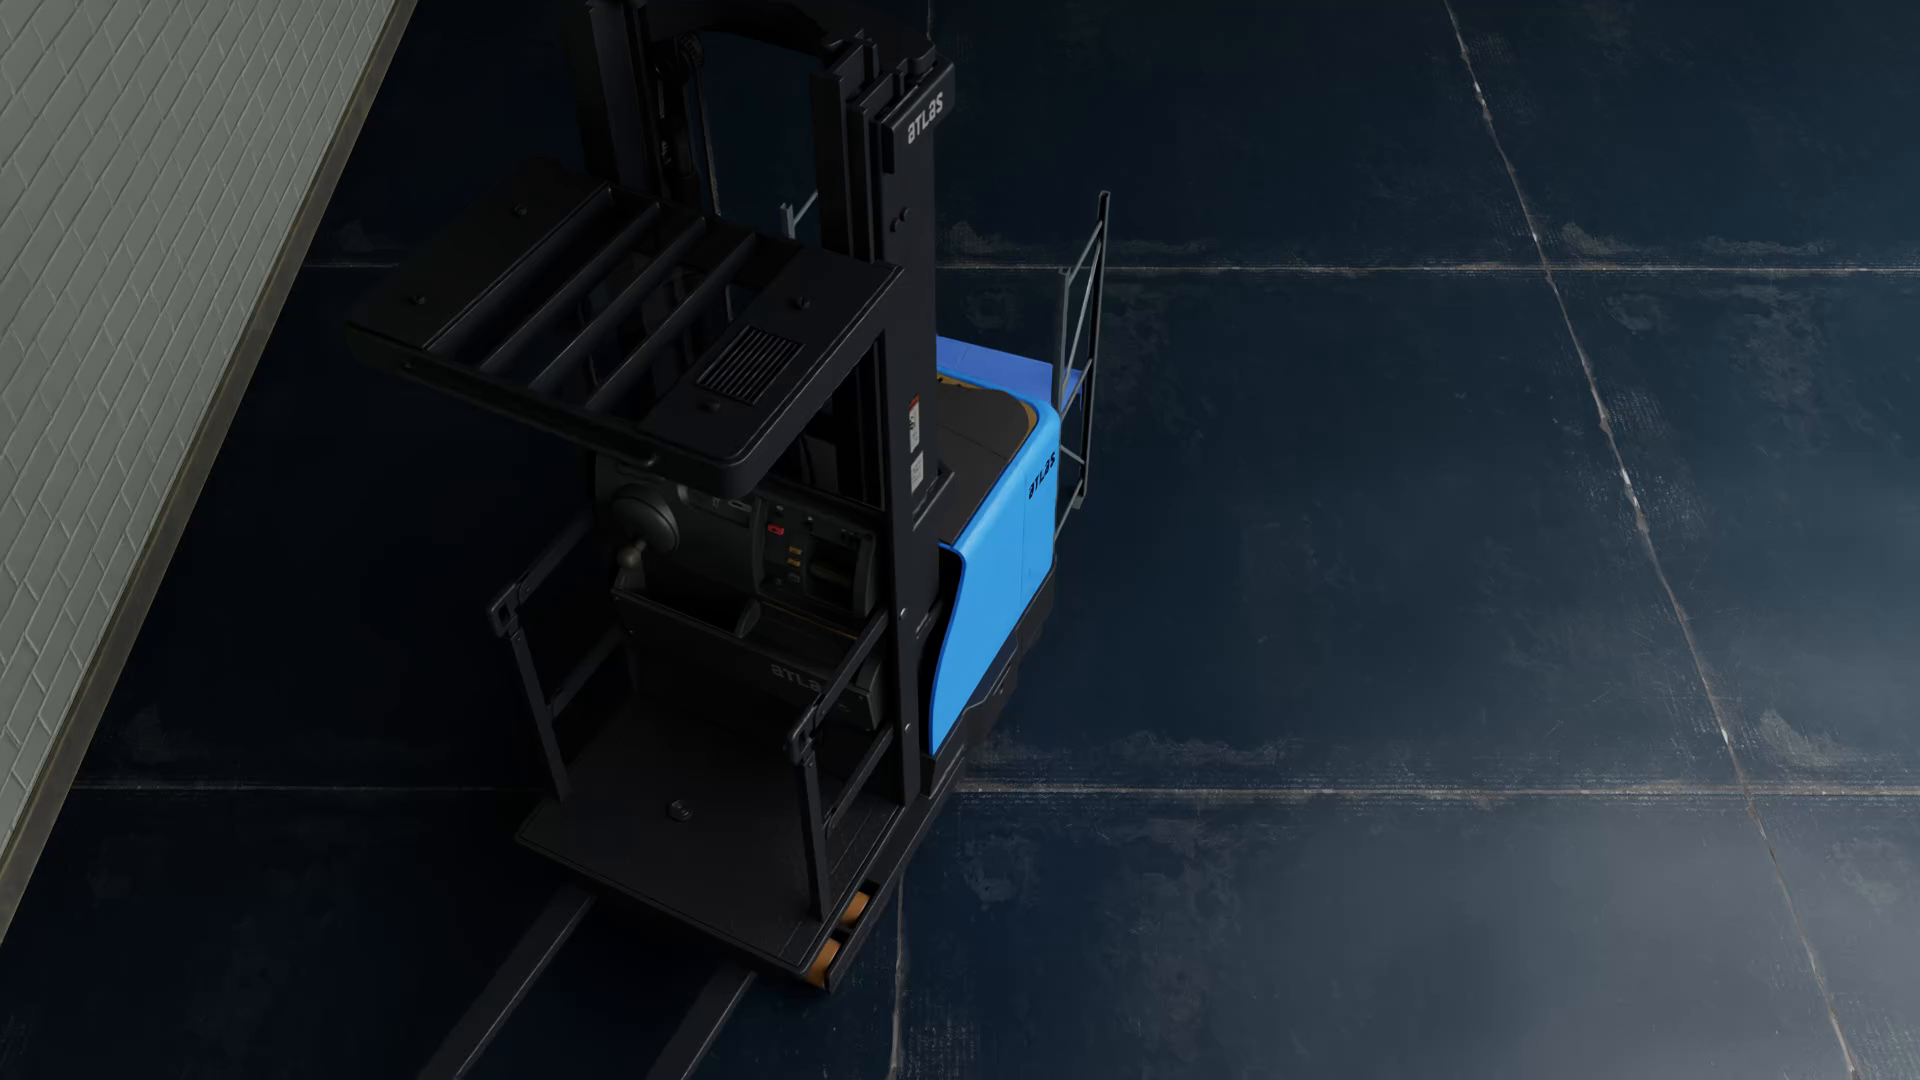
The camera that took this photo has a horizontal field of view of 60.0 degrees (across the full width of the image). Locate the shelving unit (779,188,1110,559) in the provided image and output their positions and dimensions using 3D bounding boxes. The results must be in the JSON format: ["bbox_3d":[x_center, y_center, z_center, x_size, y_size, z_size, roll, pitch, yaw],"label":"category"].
[{"bbox_3d":[-0.050,-0.675,6.354,1.048,1.500,0.538,15,49,14],"label":"shelving unit"}]

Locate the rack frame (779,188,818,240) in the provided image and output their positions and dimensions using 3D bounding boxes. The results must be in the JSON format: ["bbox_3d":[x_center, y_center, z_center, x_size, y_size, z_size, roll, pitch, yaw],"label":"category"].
[{"bbox_3d":[-0.525,-0.806,6.476,0.032,1.500,0.500,15,49,14],"label":"rack frame"}]

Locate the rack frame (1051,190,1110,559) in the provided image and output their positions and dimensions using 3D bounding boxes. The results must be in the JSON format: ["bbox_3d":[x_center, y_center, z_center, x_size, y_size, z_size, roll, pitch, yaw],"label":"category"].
[{"bbox_3d":[0.426,-0.543,6.231,0.032,1.500,0.500,15,49,14],"label":"rack frame"}]

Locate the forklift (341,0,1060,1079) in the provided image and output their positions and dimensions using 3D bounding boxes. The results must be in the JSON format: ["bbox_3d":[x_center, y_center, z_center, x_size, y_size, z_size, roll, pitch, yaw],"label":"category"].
[{"bbox_3d":[-0.751,0.074,4.678,1.130,2.935,3.031,20,50,18],"label":"forklift"}]

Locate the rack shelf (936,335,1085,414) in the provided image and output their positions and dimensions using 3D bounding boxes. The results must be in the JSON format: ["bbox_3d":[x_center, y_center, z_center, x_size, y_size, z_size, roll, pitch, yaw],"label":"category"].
[{"bbox_3d":[-0.050,-0.552,6.485,1.000,0.185,0.538,15,49,14],"label":"rack shelf"}]
